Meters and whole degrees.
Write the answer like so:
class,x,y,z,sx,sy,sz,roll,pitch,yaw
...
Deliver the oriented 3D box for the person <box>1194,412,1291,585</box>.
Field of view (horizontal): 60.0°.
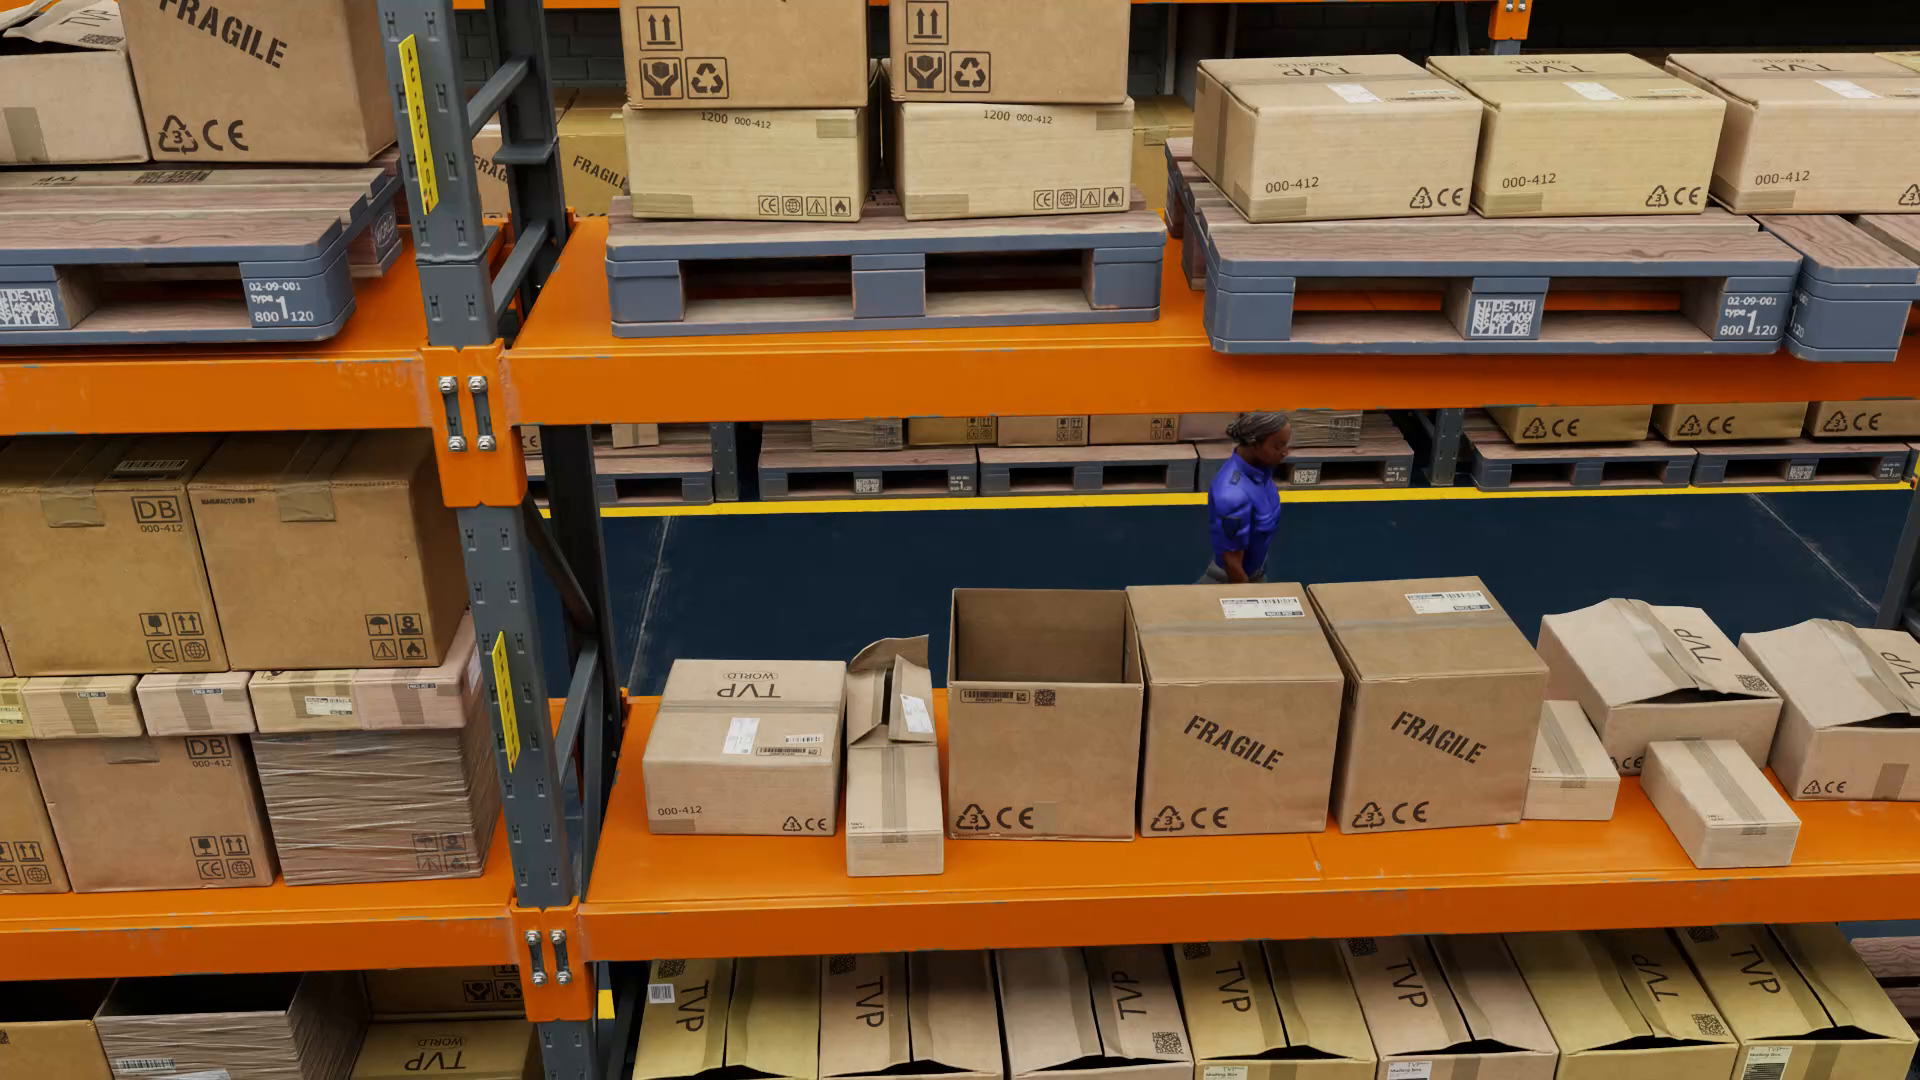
class,x,y,z,sx,sy,sz,roll,pitch,yaw
person,1.072,0.213,6.596,0.904,1.607,0.448,14,31,24
